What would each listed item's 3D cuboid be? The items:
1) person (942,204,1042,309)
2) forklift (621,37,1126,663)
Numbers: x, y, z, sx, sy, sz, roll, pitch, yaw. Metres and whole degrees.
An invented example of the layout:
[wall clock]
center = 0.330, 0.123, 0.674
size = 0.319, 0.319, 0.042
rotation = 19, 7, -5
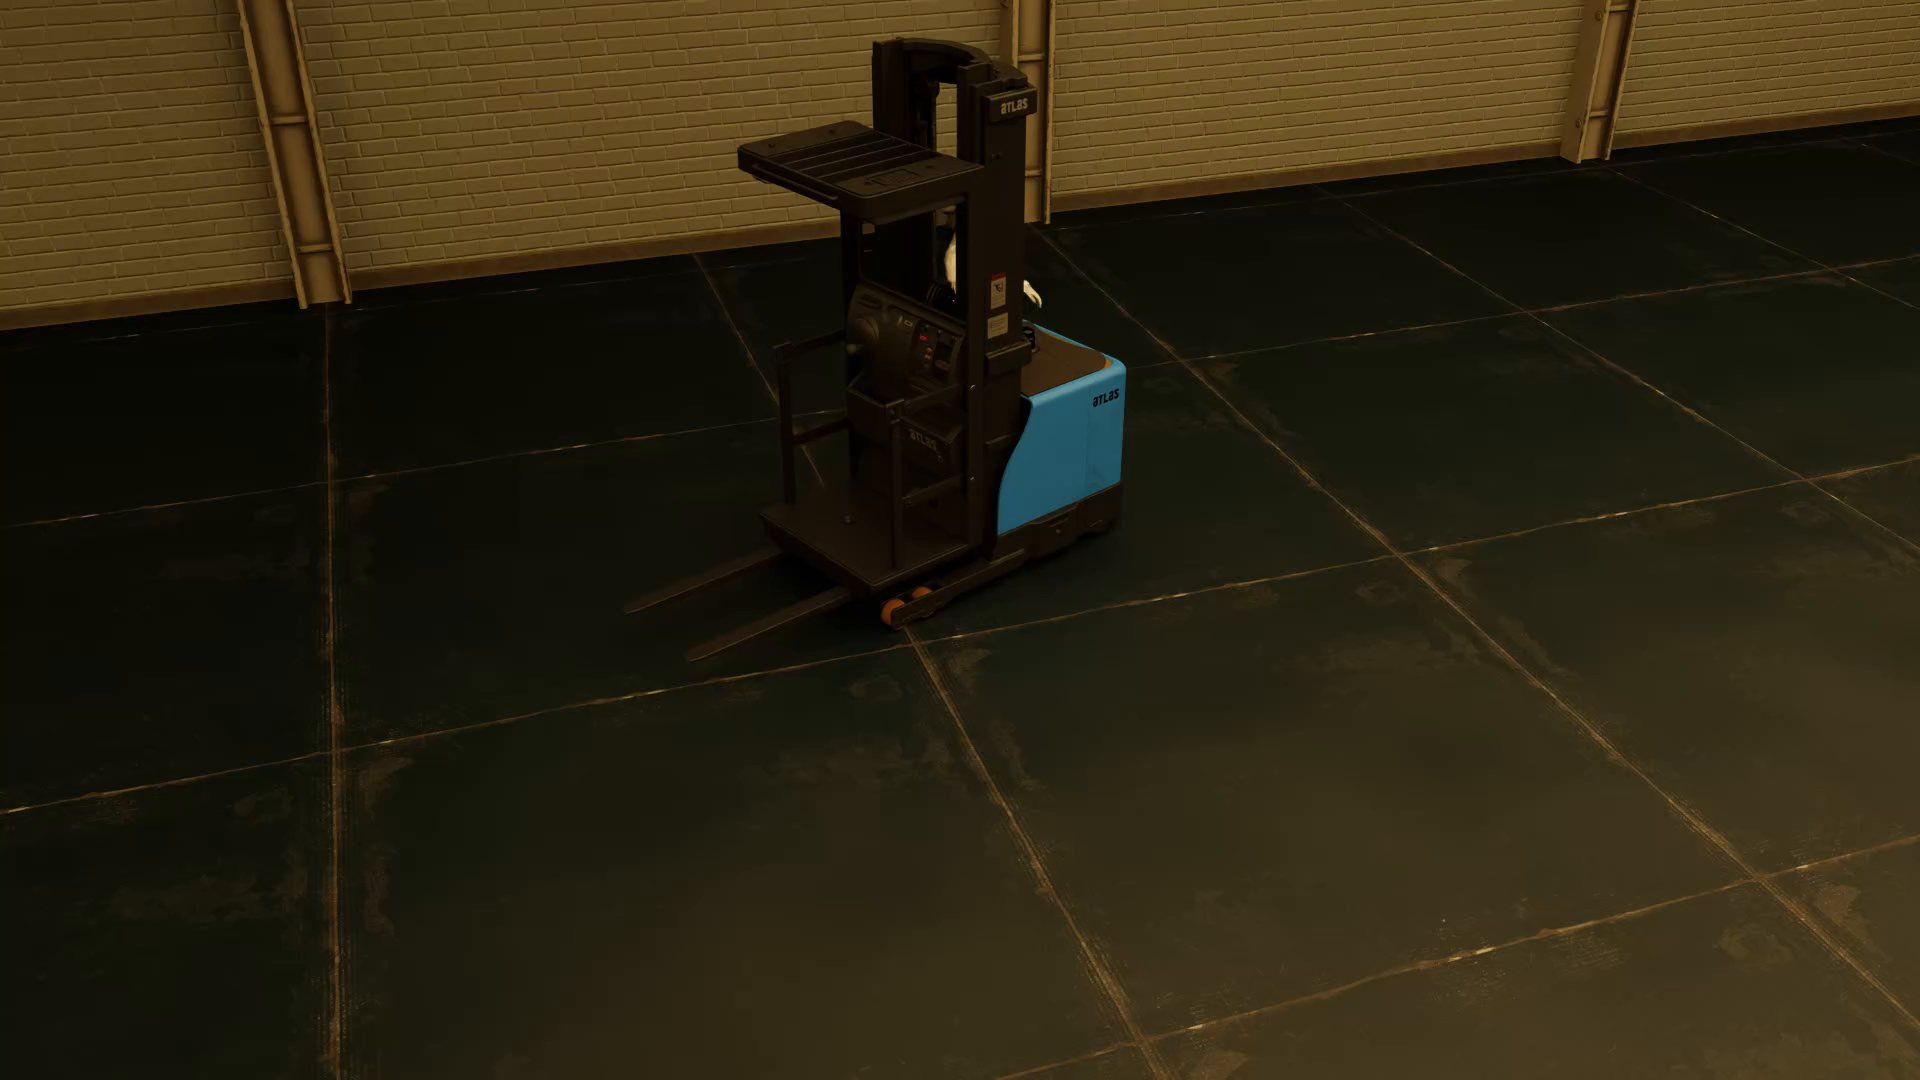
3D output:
[person]
center = 0.145, -1.433, 10.946
size = 0.780, 1.550, 0.724
rotation = 0, 30, 0
[forklift]
center = -0.461, -1.072, 8.951
size = 3.031, 2.935, 1.130
rotation = -23, 37, -34
